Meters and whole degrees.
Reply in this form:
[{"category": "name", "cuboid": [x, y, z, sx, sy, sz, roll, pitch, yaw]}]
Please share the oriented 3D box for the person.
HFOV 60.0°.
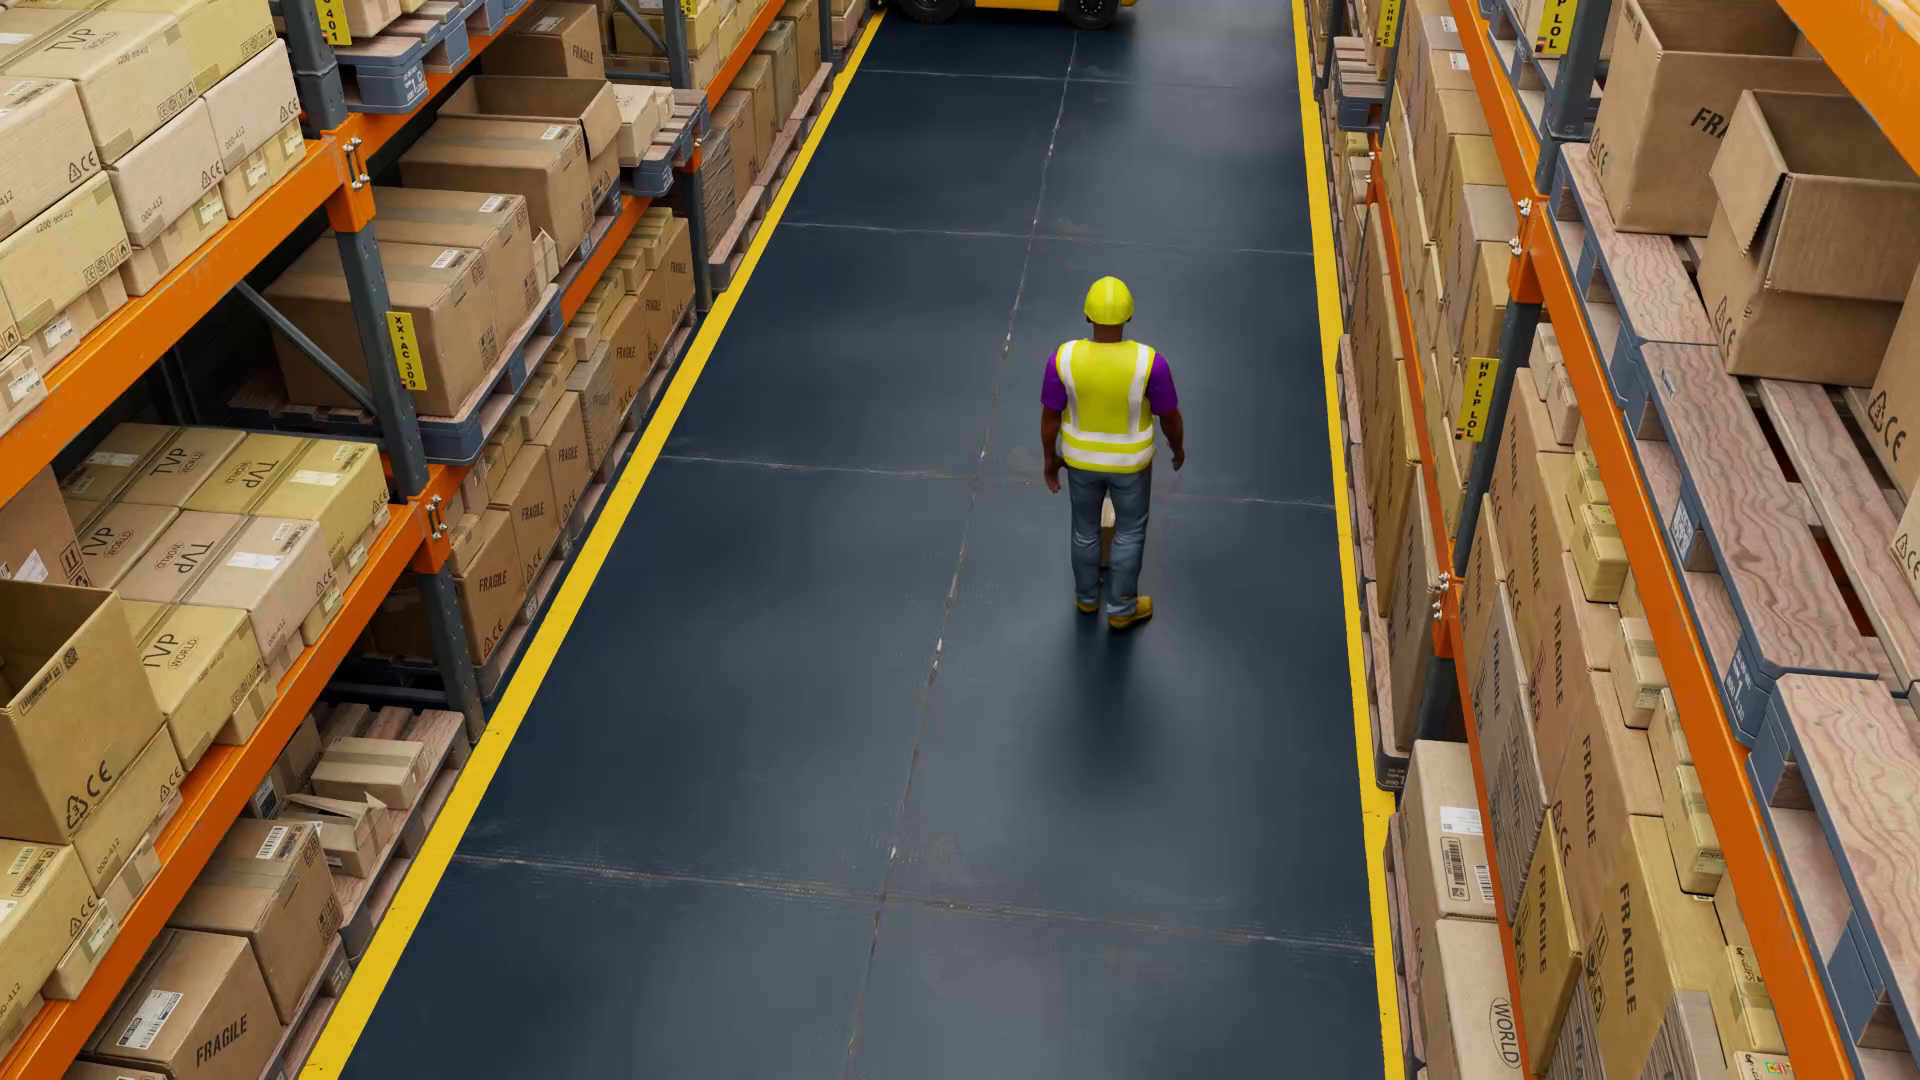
[{"category": "person", "cuboid": [0.693, -0.402, 7.540, 0.635, 1.780, 0.436, 8, 37, 10]}]
